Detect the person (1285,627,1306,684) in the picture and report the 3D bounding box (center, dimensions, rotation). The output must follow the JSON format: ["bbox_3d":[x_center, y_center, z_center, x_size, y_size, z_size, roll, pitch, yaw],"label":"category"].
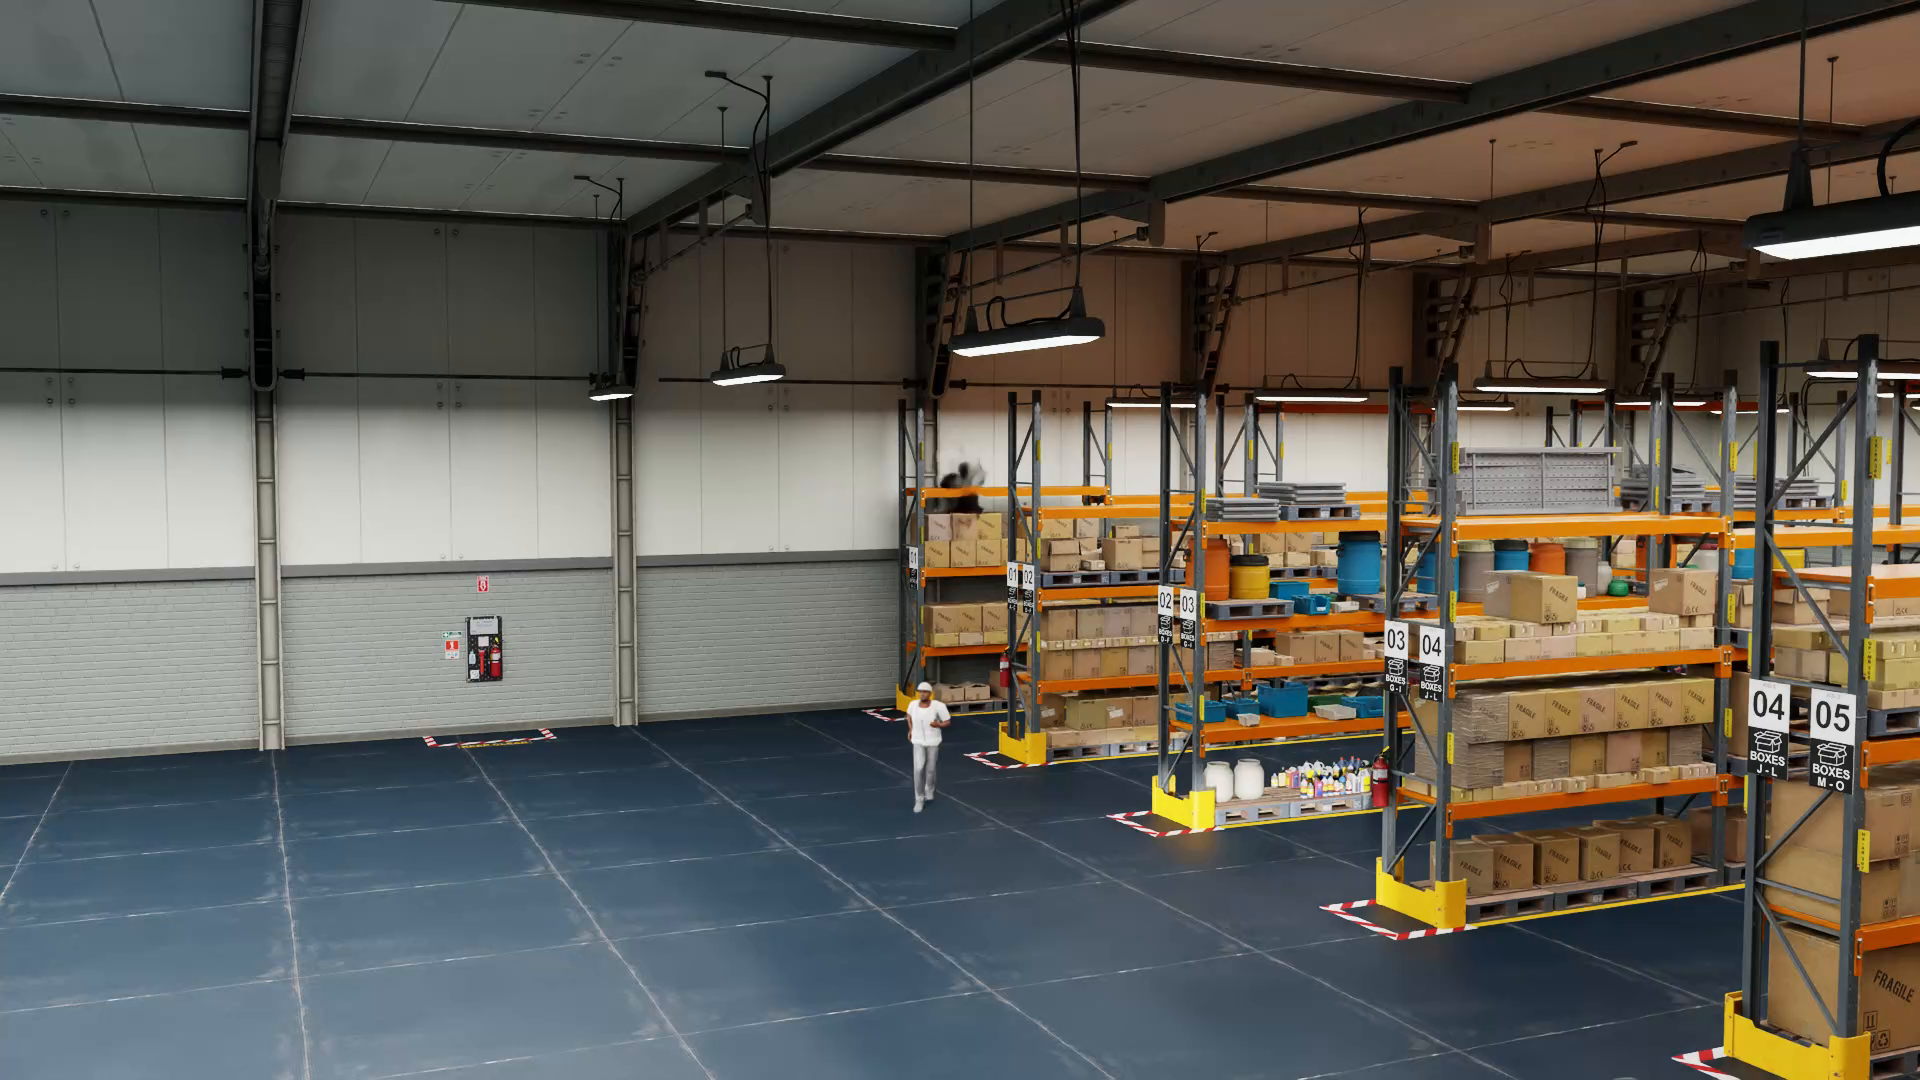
[{"bbox_3d":[6.419,2.384,31.948,0.863,1.823,0.670,-2,4,-34],"label":"person"}]

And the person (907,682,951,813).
[{"bbox_3d":[-0.453,2.910,23.548,0.660,1.828,0.800,0,3,6],"label":"person"}]
